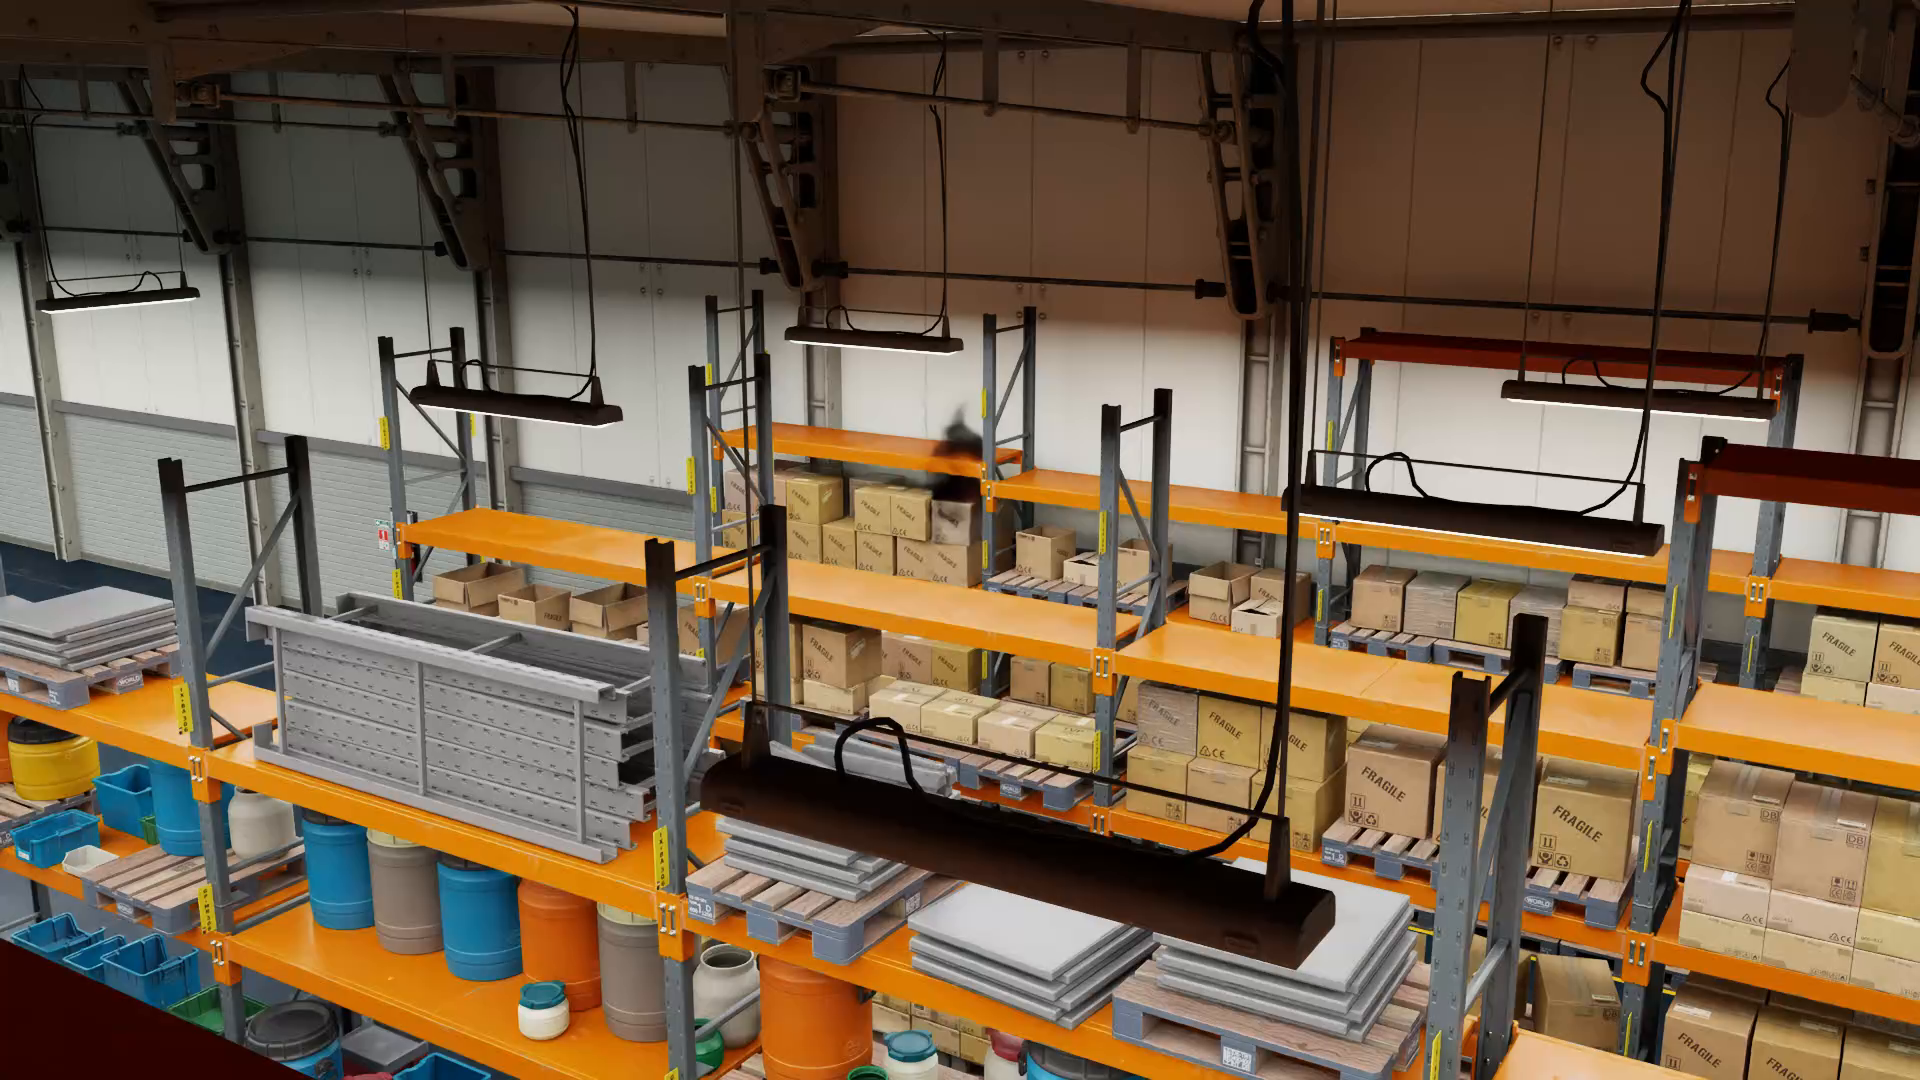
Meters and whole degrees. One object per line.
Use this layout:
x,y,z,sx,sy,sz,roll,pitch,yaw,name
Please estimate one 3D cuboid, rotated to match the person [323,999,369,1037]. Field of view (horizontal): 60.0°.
-5.266,3.793,14.320,0.546,1.726,0.693,6,15,23,person
